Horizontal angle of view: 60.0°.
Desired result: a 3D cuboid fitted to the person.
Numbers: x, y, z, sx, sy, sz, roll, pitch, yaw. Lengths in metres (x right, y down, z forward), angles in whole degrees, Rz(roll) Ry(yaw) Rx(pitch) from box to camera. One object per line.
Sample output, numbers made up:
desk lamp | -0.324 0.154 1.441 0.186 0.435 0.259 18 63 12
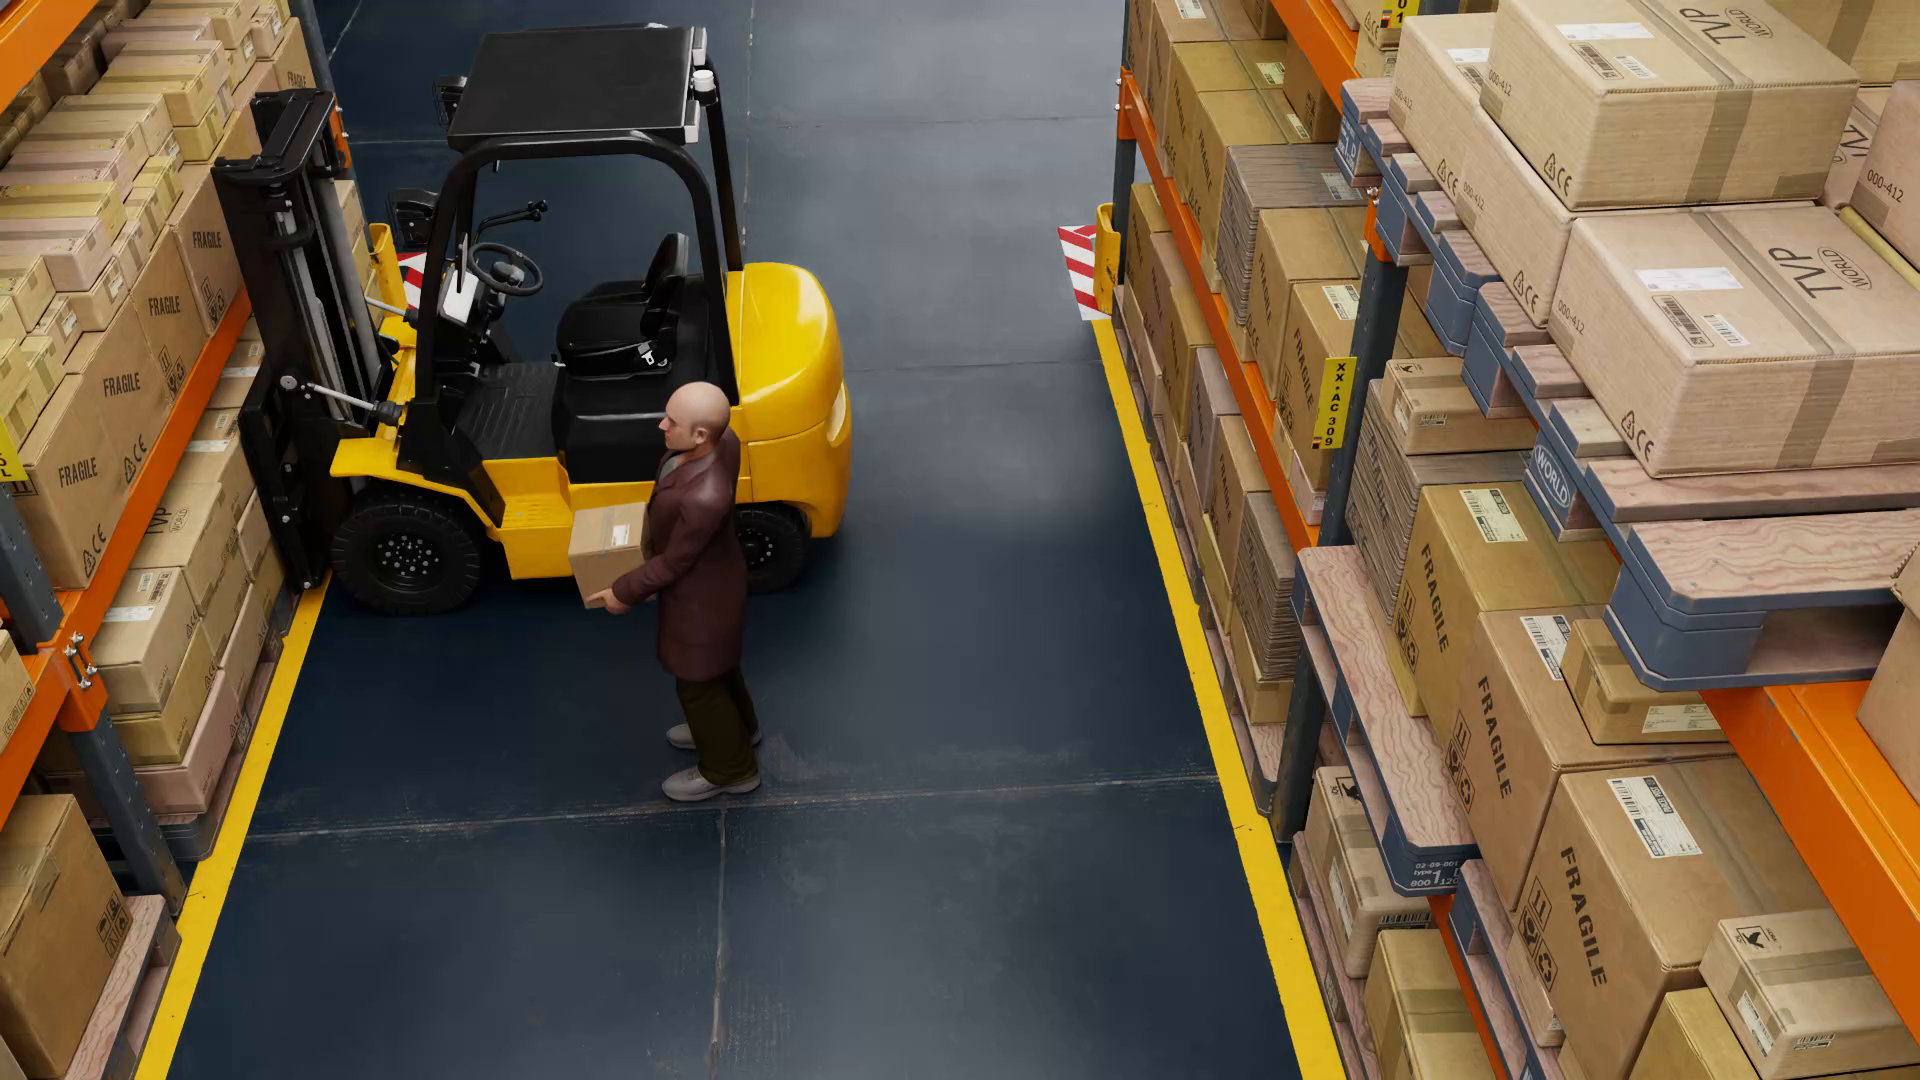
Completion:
person | -1.024 0.192 5.930 0.561 1.772 0.529 -2 39 -3
